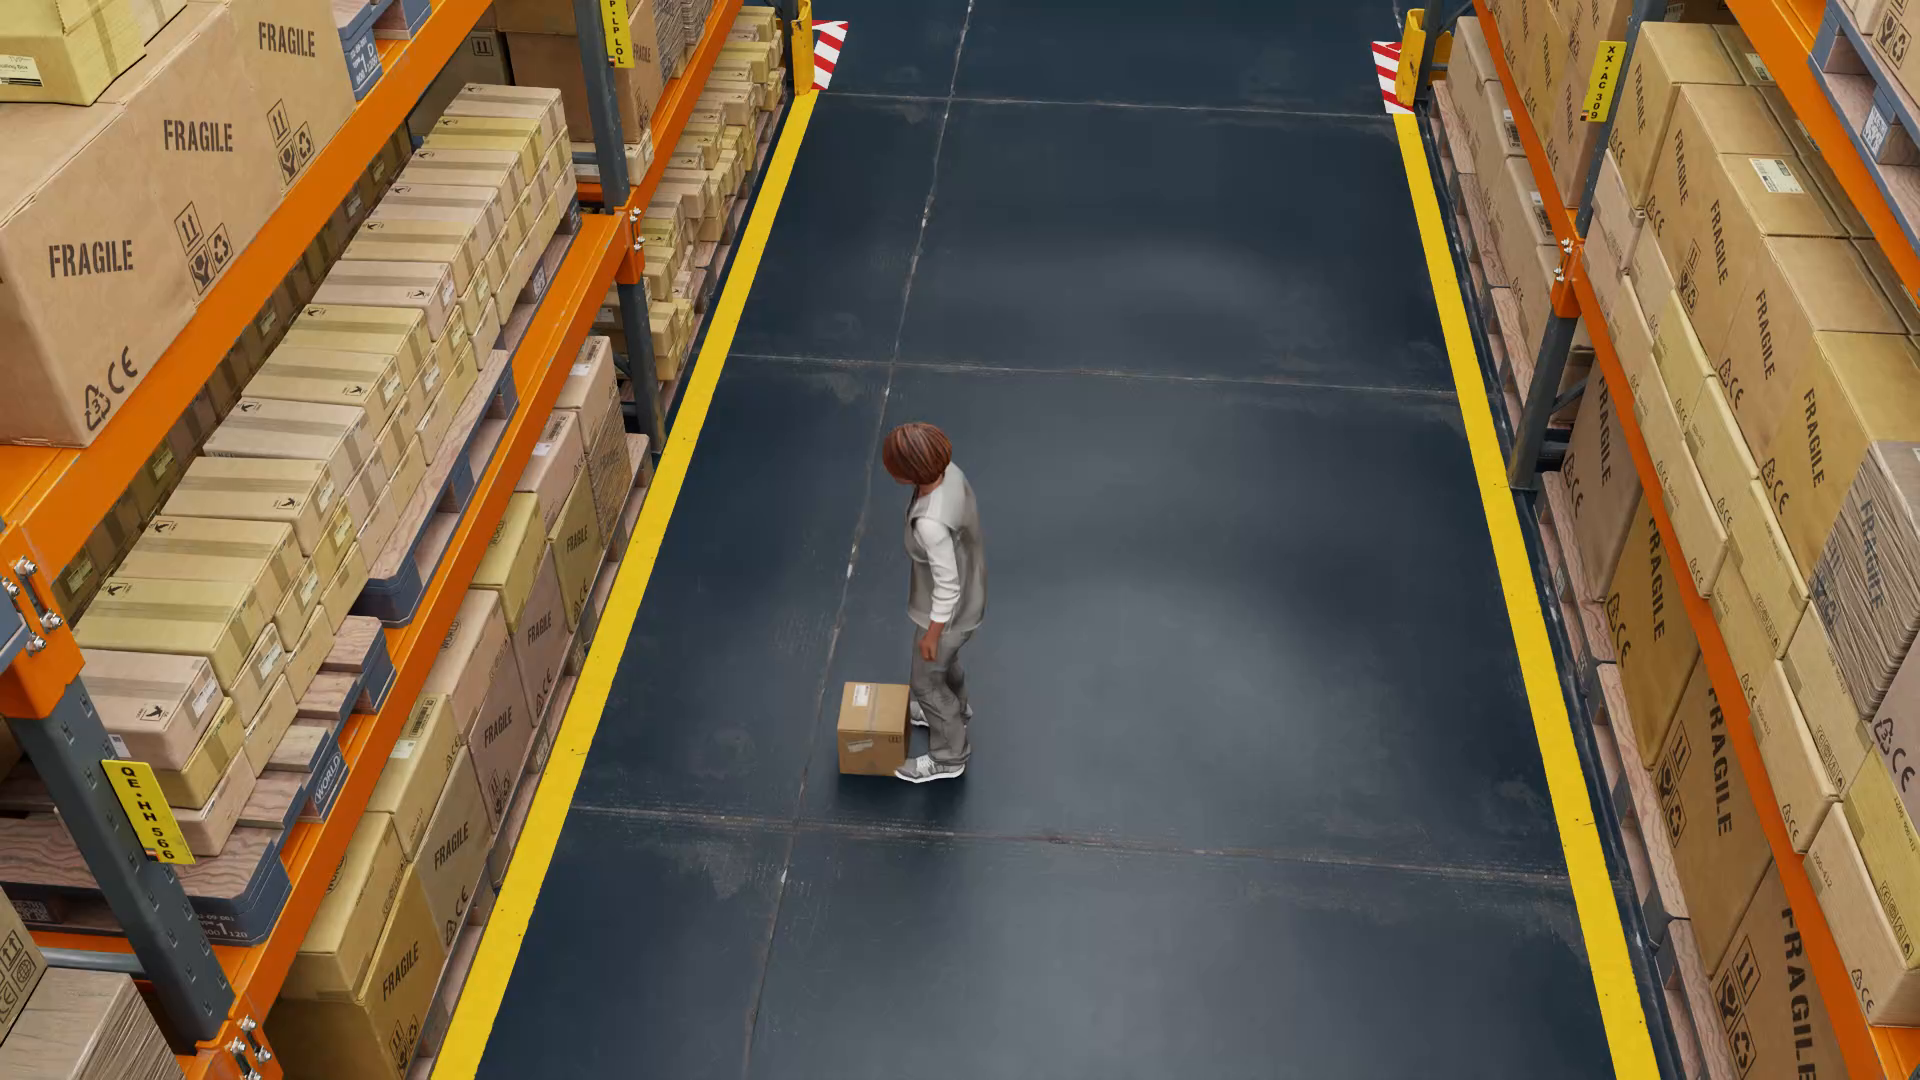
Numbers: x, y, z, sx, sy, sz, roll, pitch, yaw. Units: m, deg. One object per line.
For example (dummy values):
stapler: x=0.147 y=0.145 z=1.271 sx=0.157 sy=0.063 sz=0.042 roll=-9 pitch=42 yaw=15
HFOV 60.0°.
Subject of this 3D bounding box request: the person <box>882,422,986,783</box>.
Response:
person: x=-0.079 y=0.221 z=5.908 sx=0.347 sy=1.592 sz=0.473 roll=1 pitch=41 yaw=2
